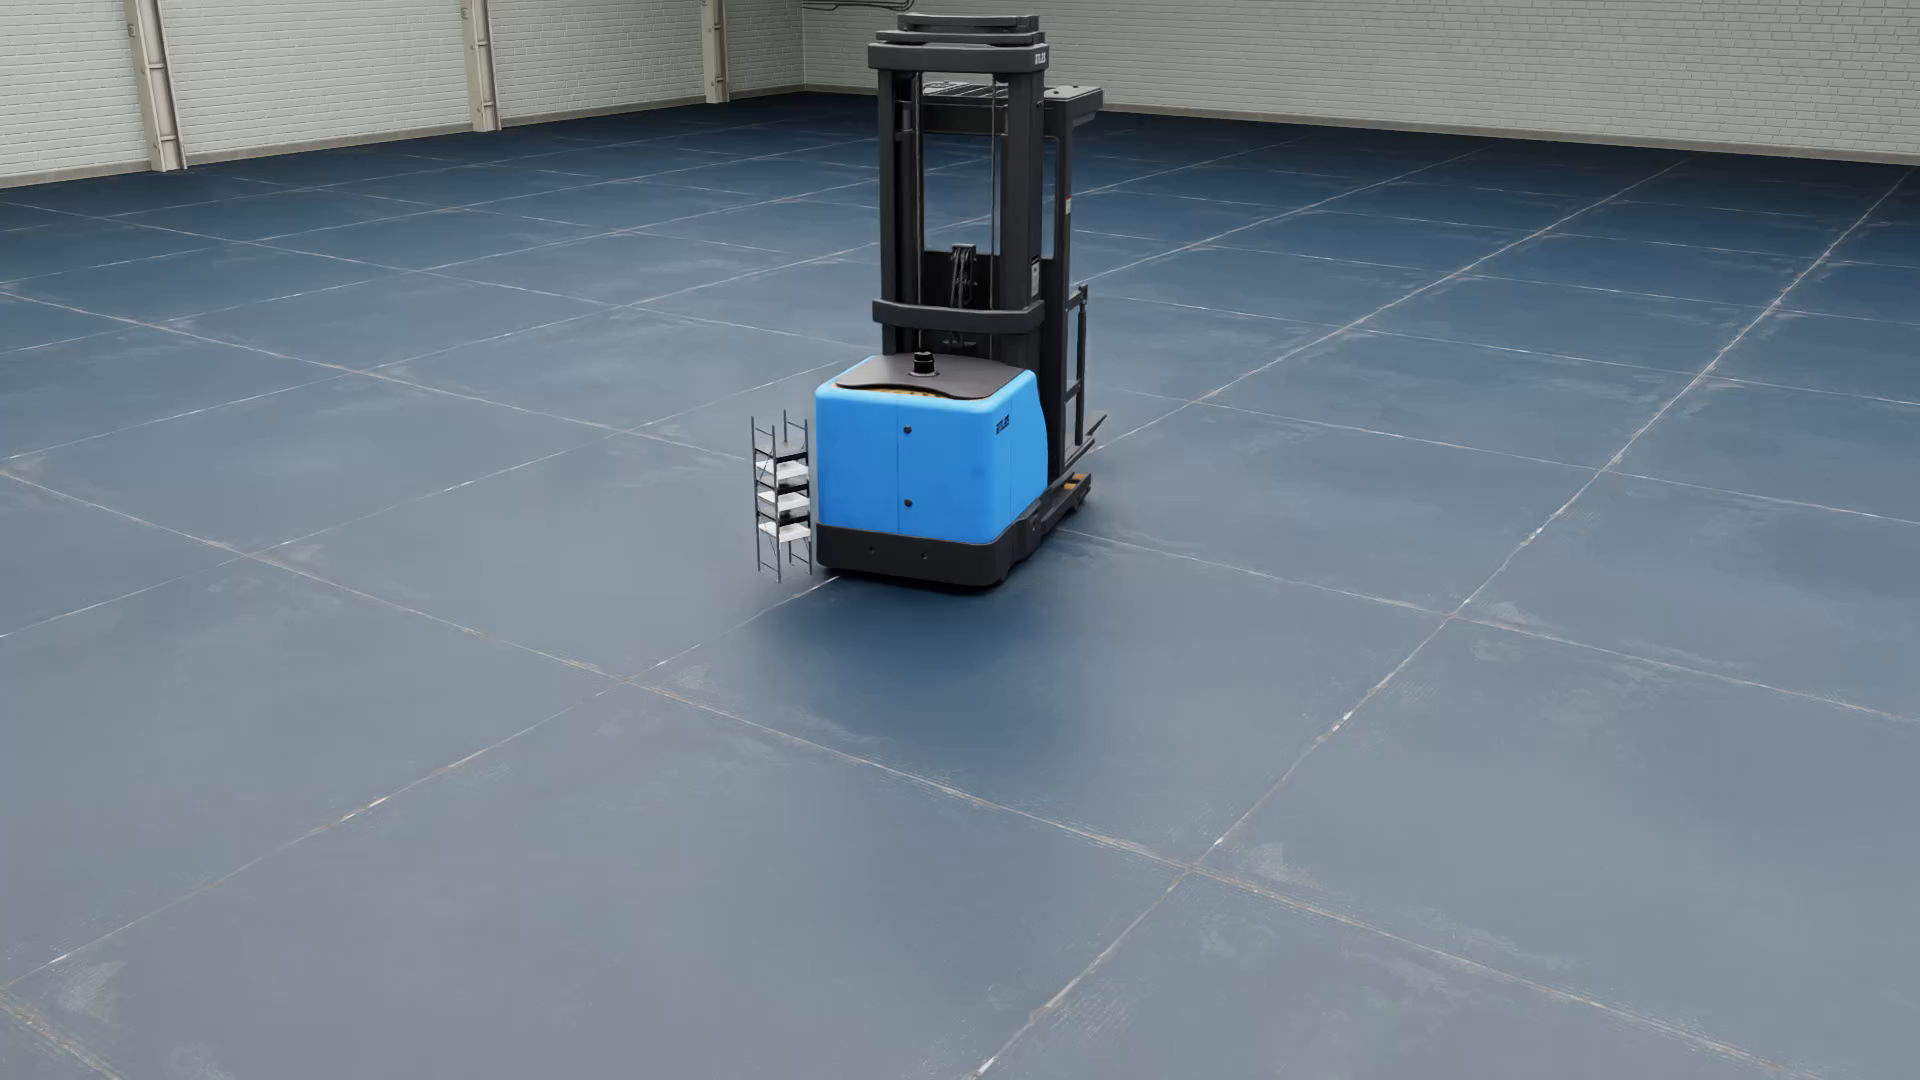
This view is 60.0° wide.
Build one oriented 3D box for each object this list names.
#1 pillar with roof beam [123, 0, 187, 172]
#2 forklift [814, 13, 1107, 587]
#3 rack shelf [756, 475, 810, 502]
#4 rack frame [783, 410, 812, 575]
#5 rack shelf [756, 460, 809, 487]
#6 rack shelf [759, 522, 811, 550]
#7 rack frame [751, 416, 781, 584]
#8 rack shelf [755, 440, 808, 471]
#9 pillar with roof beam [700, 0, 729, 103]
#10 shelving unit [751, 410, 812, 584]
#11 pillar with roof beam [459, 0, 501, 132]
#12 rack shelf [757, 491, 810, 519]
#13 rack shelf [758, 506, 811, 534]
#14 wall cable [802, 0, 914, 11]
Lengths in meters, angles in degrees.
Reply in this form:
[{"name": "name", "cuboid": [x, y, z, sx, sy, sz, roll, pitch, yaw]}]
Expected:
[{"name": "pillar with roof beam", "cuboid": [-8.129, -8.861, 20.748, 9.100, 9.000, 0.400, 13, 24, 32]}, {"name": "forklift", "cuboid": [0.184, -1.603, 9.874, 1.130, 2.935, 3.031, 7, 21, 19]}, {"name": "rack shelf", "cuboid": [-0.975, -0.291, 9.091, 0.200, 0.077, 0.258, -15, 25, -34]}, {"name": "rack frame", "cuboid": [-0.894, -0.259, 9.168, 0.006, 0.900, 0.240, -15, 25, -34]}, {"name": "rack shelf", "cuboid": [-0.975, -0.375, 9.060, 0.200, 0.077, 0.258, -15, 25, -34]}, {"name": "rack shelf", "cuboid": [-0.975, -0.038, 9.185, 0.200, 0.077, 0.258, -15, 25, -34]}, {"name": "rack frame", "cuboid": [-1.056, -0.217, 9.054, 0.006, 0.900, 0.240, -15, 25, -34]}, {"name": "rack shelf", "cuboid": [-0.975, -0.460, 9.029, 0.200, 0.077, 0.258, -15, 25, -34]}, {"name": "pillar with roof beam", "cuboid": [-1.383, -12.304, 30.056, 9.100, 9.000, 0.400, 13, 24, 32]}, {"name": "shelving unit", "cuboid": [-0.975, -0.238, 9.111, 0.210, 0.900, 0.258, -15, 25, -34]}, {"name": "pillar with roof beam", "cuboid": [-4.756, -10.582, 25.402, 9.100, 9.000, 0.400, 13, 24, 32]}, {"name": "rack shelf", "cuboid": [-0.975, -0.207, 9.122, 0.200, 0.077, 0.258, -15, 25, -34]}, {"name": "rack shelf", "cuboid": [-0.975, -0.122, 9.154, 0.200, 0.077, 0.258, -15, 25, -34]}, {"name": "wall cable", "cuboid": [-2.194, -12.274, 34.453, 3.097, 2.526, 0.112, 13, 24, 32]}]
